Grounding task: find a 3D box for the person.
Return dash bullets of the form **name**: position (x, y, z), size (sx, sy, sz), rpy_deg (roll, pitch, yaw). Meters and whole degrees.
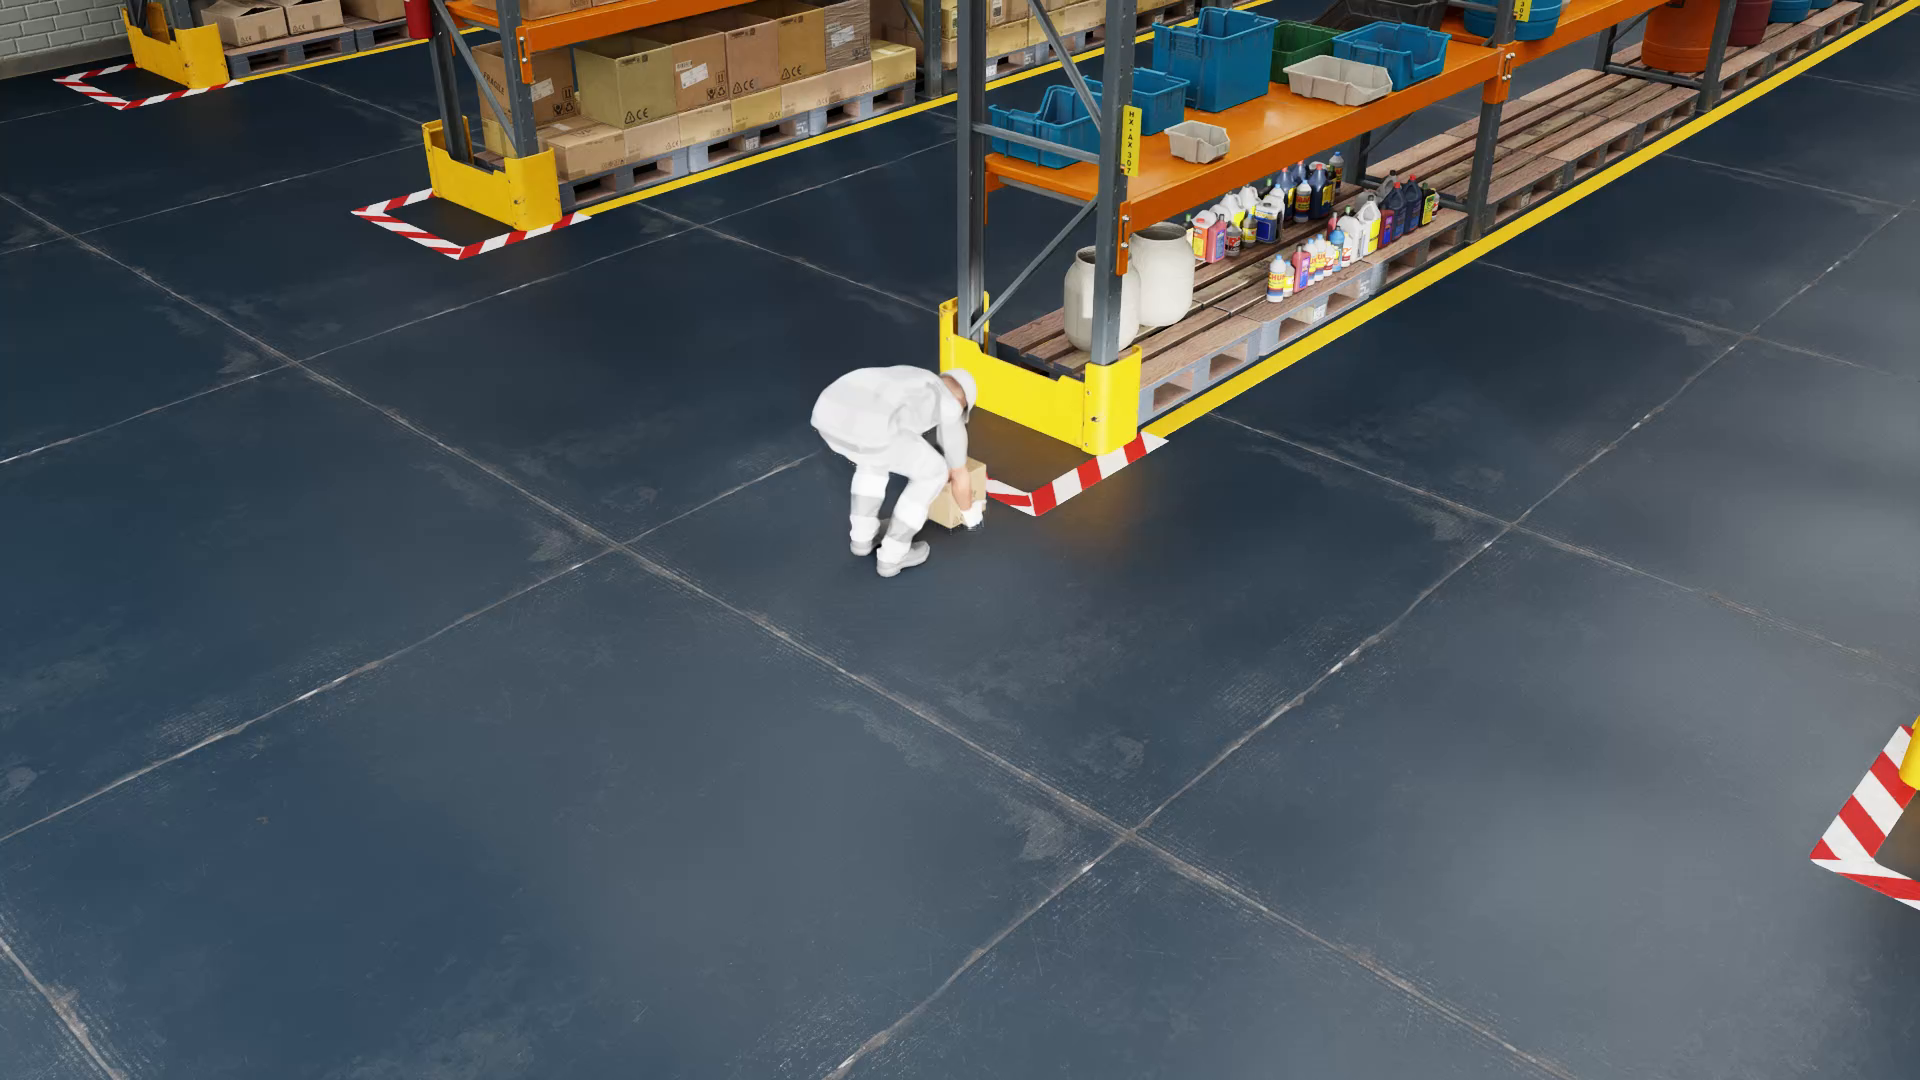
- **person**: position (-0.252, -0.401, 7.593), size (0.525, 0.941, 0.949), rpy_deg (23, 38, 33)
